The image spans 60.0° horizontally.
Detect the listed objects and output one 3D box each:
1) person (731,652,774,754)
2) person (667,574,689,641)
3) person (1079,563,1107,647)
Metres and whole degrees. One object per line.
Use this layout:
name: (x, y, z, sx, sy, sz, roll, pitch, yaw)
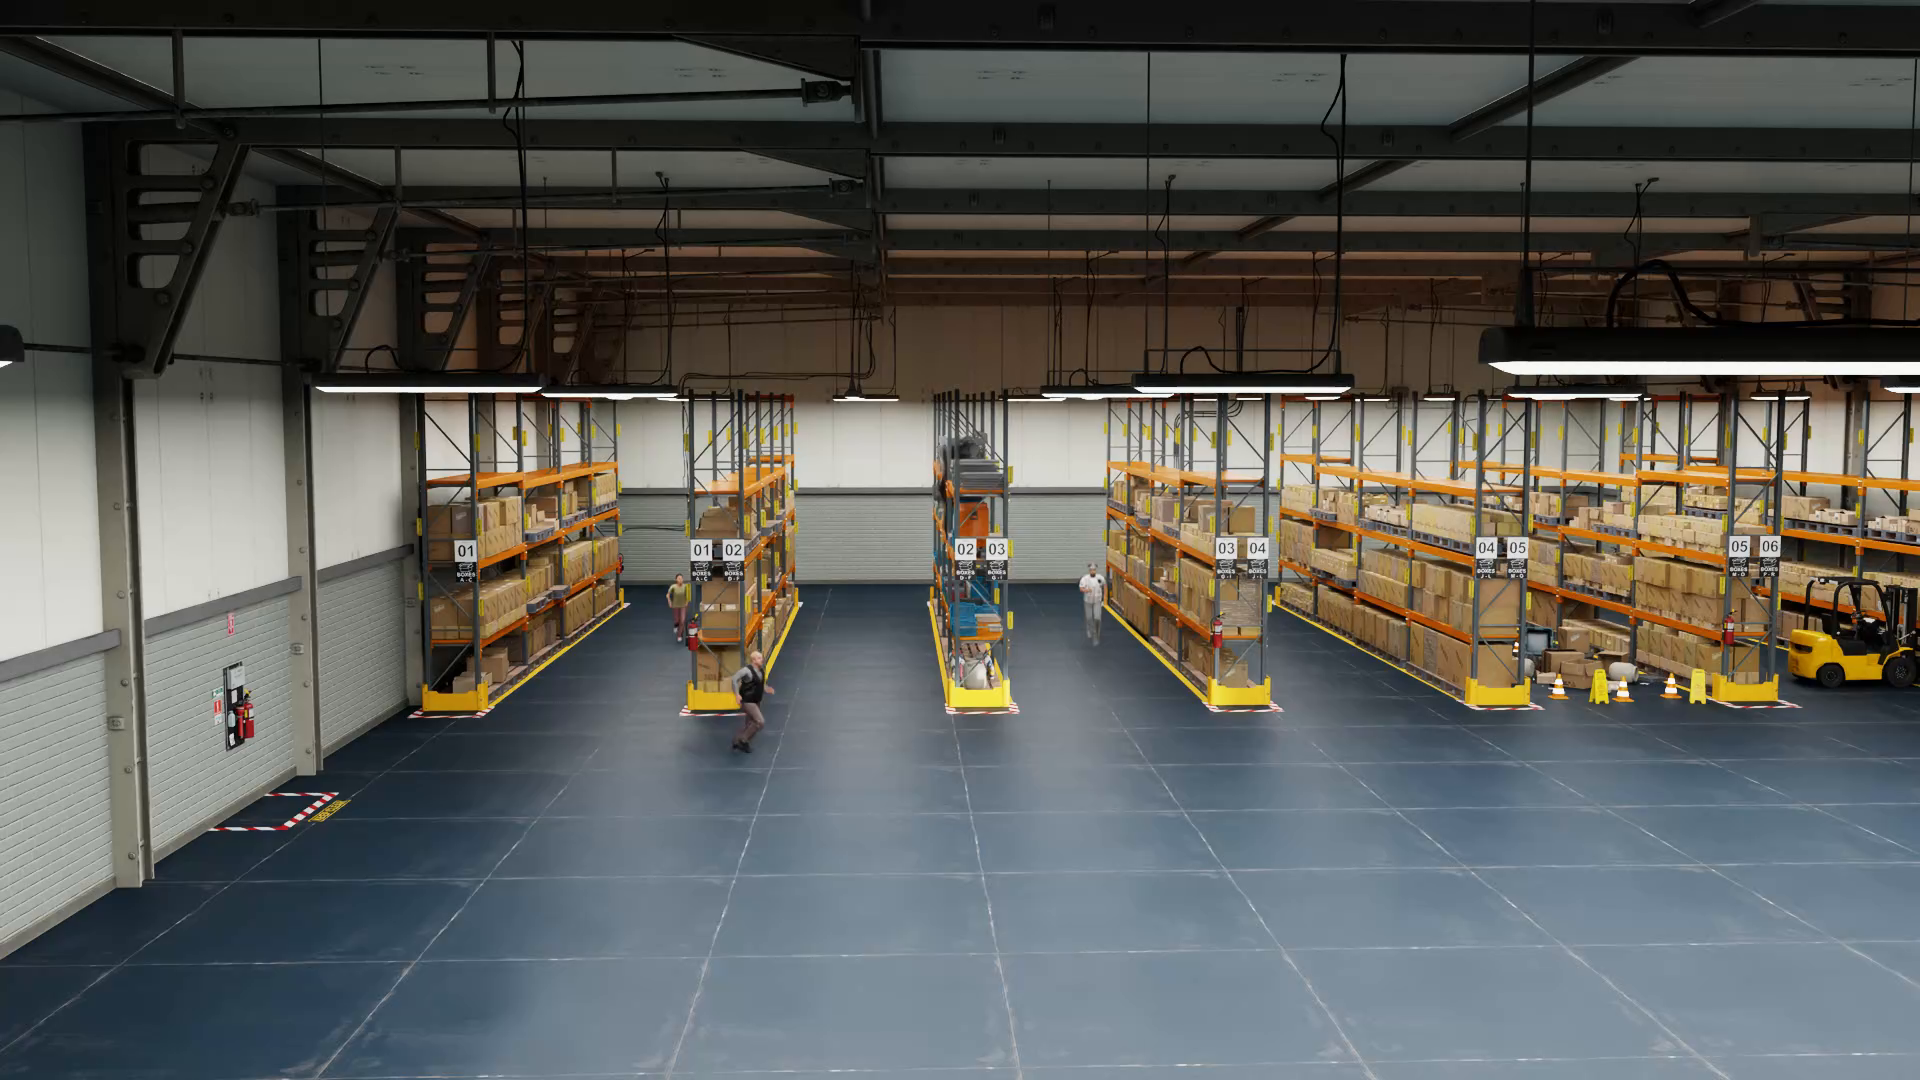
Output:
person: (-3.413, 2.670, 27.257, 0.778, 1.701, 0.648, 2, 5, 24)
person: (-6.832, 1.625, 40.515, 0.595, 1.625, 0.616, -1, 5, -16)
person: (3.059, 1.477, 38.200, 0.641, 1.910, 0.824, 0, 5, 3)
